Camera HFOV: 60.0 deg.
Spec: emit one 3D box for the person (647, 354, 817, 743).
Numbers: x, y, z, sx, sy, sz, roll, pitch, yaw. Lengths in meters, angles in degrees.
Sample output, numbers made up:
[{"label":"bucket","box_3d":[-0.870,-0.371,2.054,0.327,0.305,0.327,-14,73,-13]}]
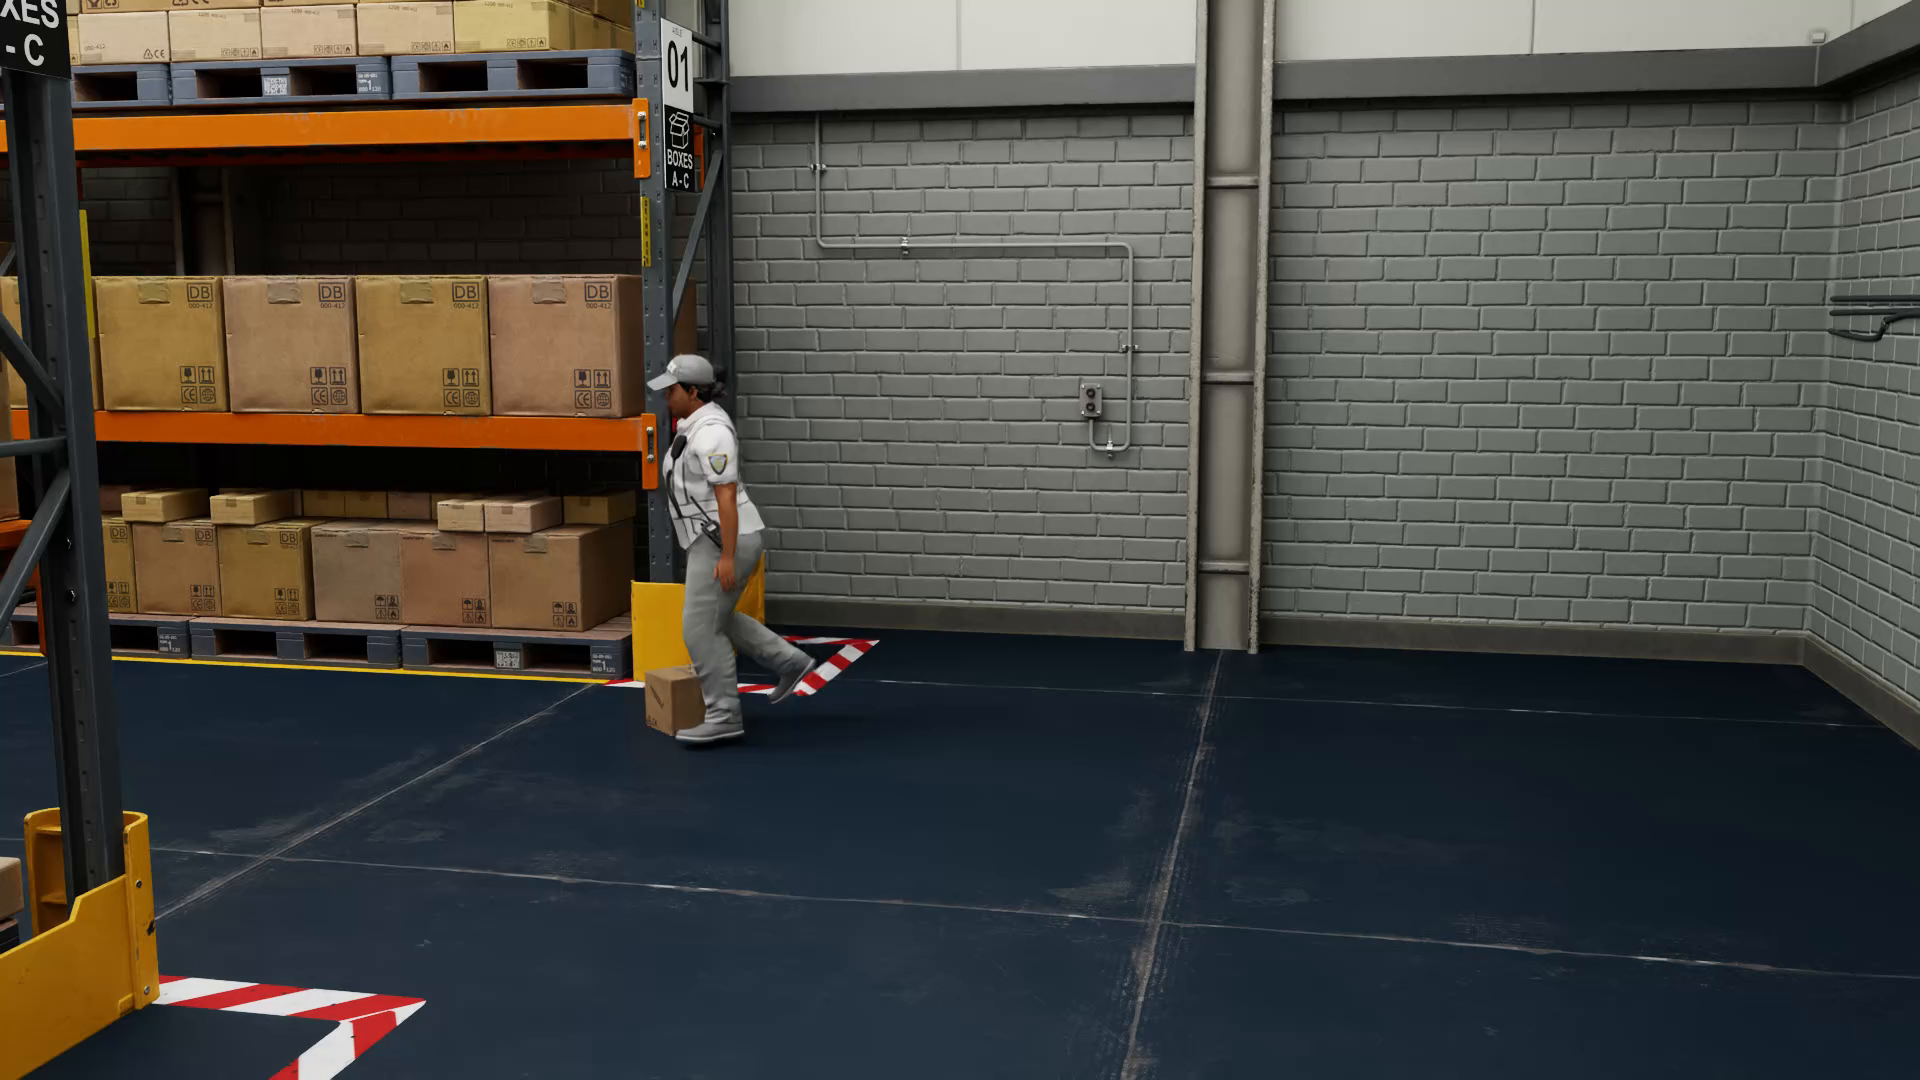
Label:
[{"label":"person","box_3d":[-0.956,0.023,7.112,0.724,1.638,0.529,-2,8,-15]}]
